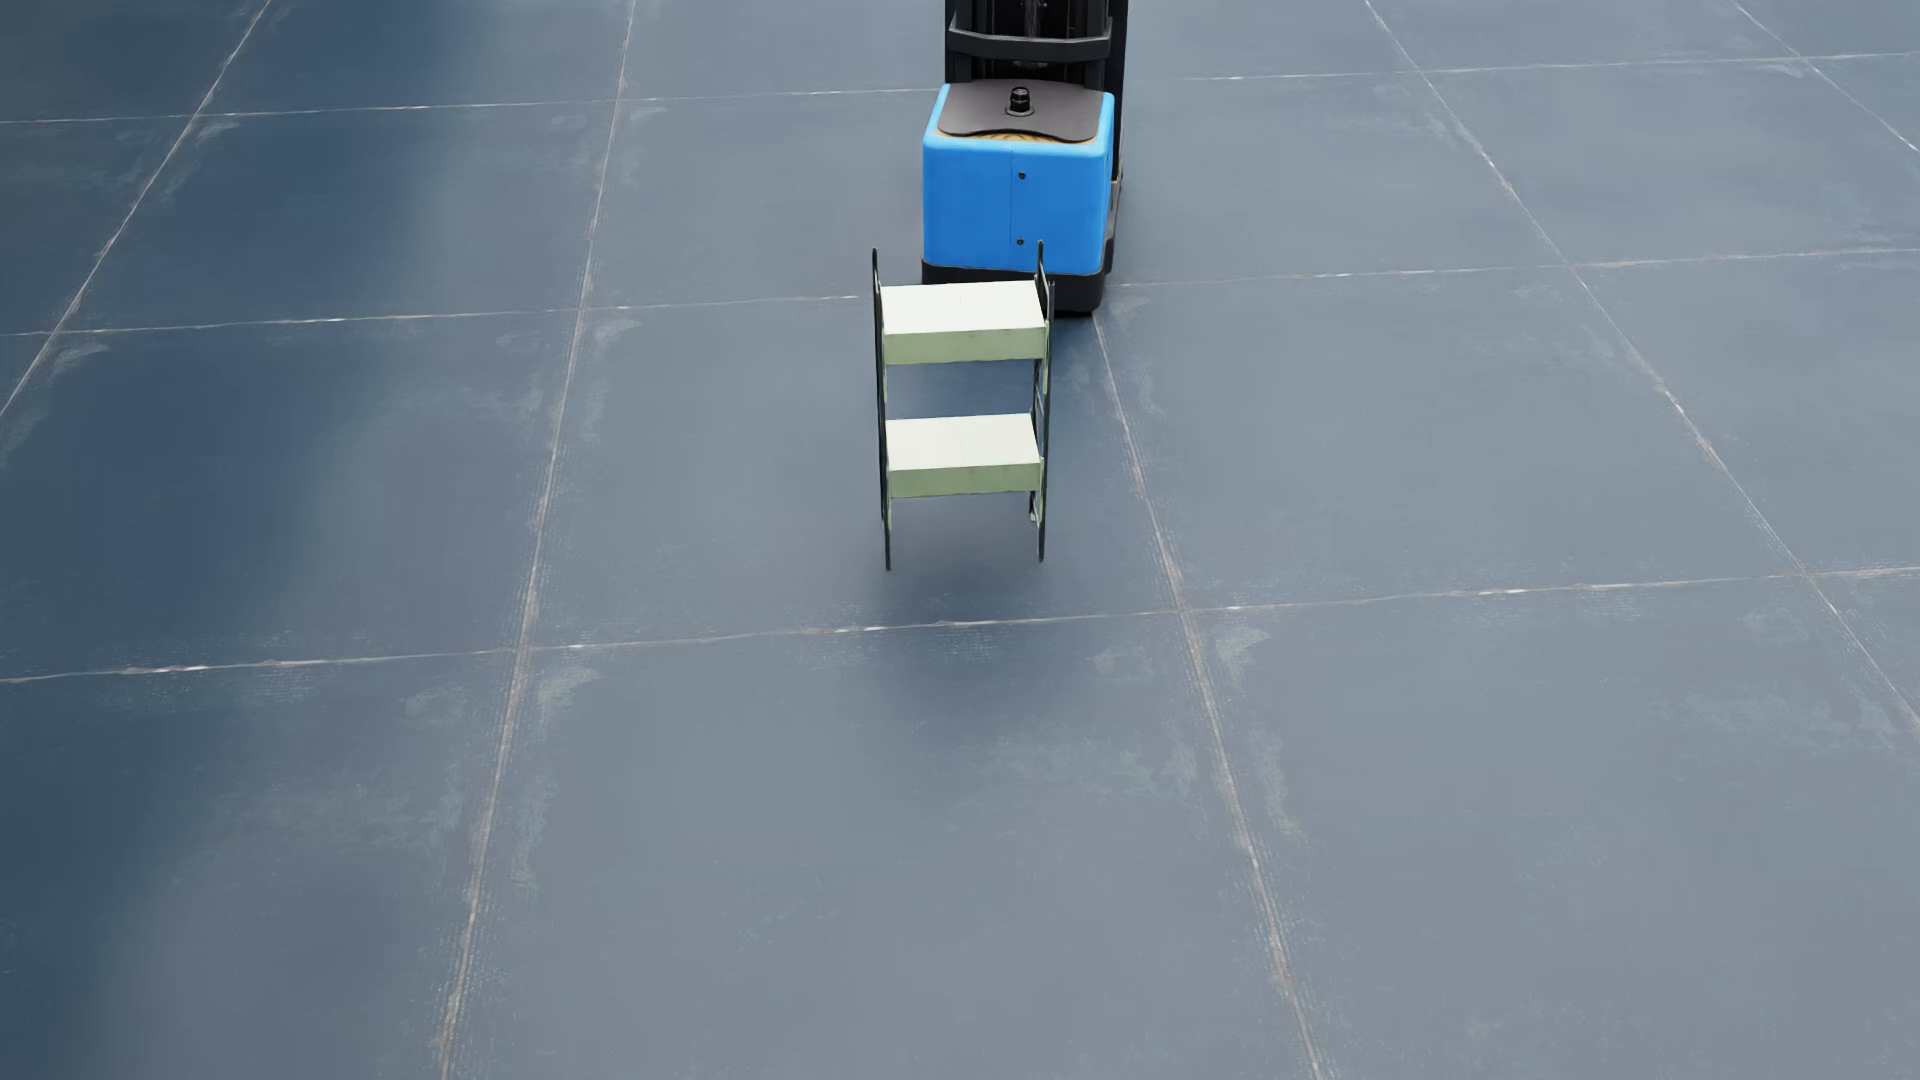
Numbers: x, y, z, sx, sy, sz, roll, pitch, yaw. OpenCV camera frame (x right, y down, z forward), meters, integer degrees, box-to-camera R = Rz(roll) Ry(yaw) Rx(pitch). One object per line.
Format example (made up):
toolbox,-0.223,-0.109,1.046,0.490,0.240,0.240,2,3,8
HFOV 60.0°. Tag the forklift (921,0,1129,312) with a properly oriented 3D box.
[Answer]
forklift,0.486,-3.379,9.989,1.130,2.935,3.031,5,39,6

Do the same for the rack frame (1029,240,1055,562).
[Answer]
rack frame,0.371,-0.609,7.633,0.023,1.500,0.400,-3,38,-4

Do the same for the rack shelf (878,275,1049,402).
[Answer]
rack shelf,0.007,-0.896,7.366,0.720,0.370,0.431,-3,38,-4

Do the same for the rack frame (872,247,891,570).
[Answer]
rack frame,-0.358,-0.569,7.582,0.023,1.500,0.400,-3,38,-4

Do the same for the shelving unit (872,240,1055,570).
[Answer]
shelving unit,0.007,-0.589,7.608,0.755,1.500,0.431,-3,38,-4

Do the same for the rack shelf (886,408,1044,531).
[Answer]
rack shelf,0.007,-0.333,7.810,0.720,0.370,0.431,-3,38,-4
